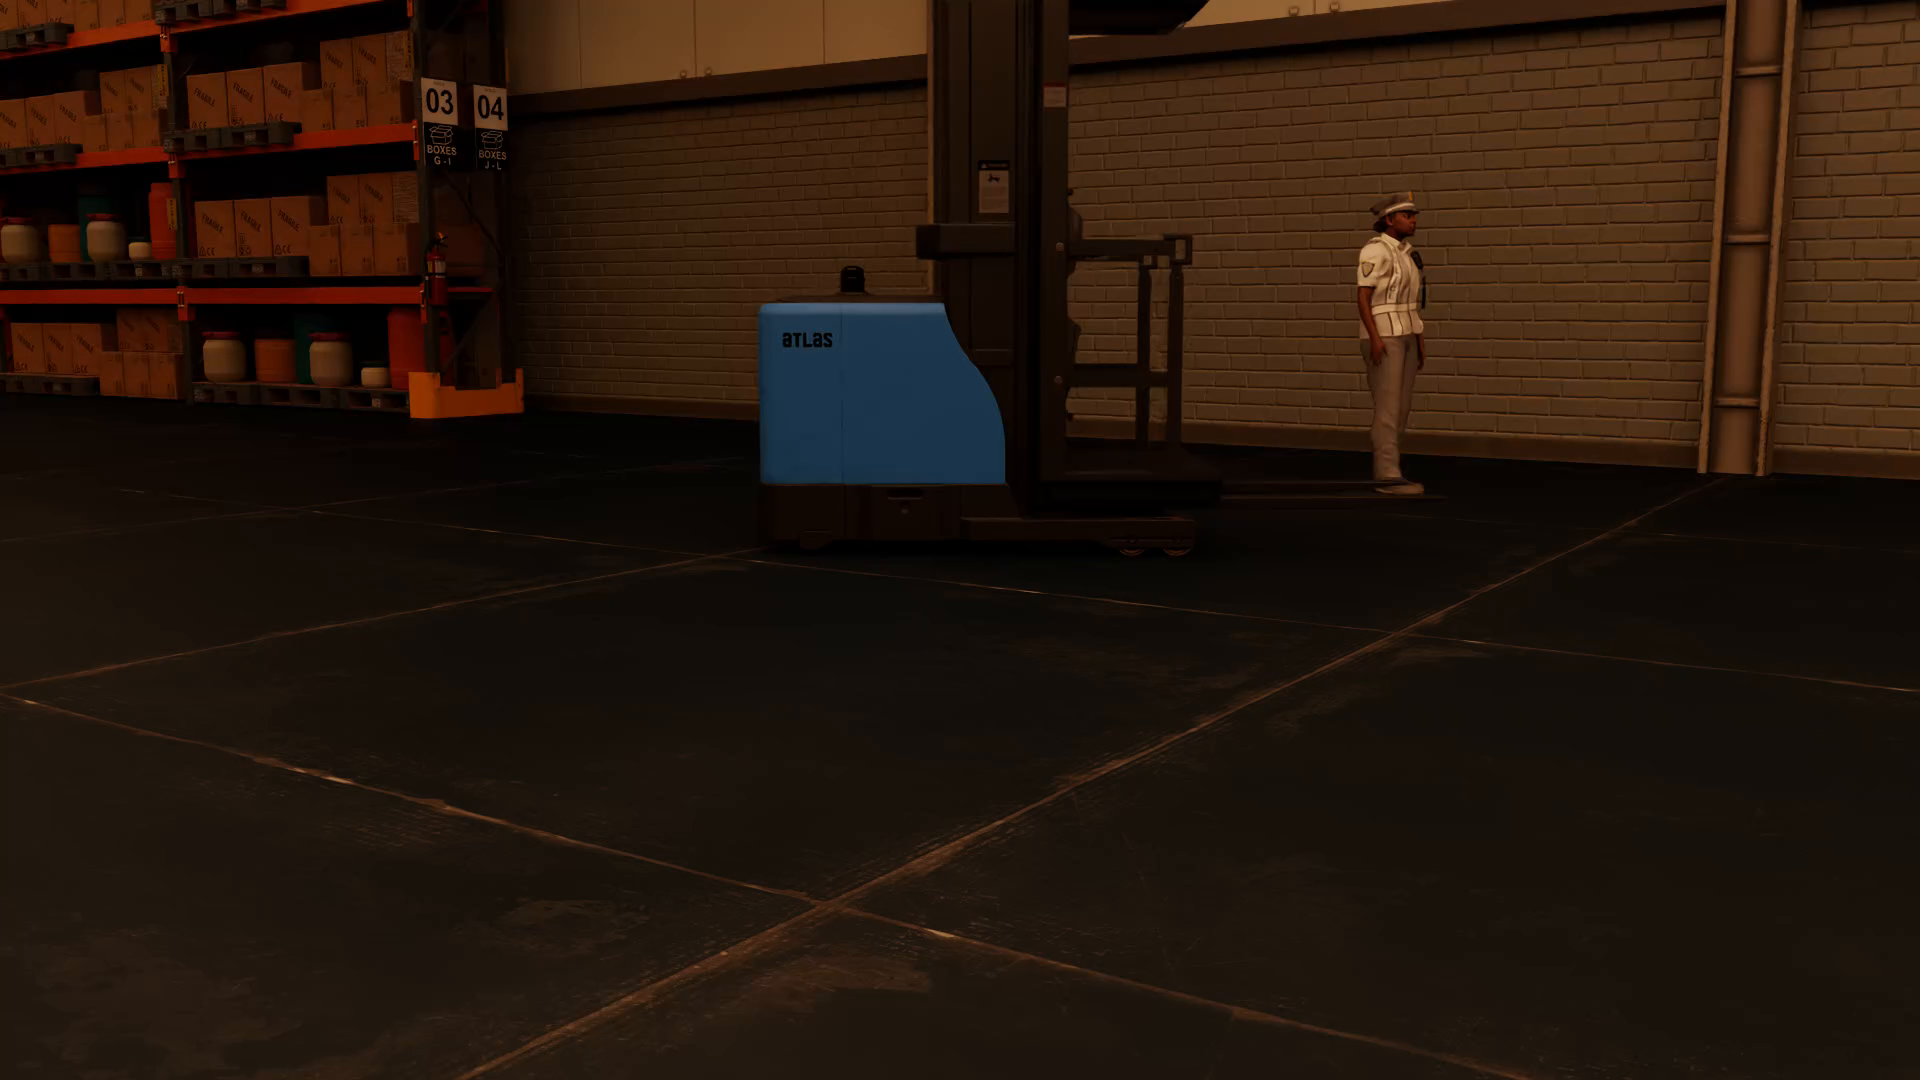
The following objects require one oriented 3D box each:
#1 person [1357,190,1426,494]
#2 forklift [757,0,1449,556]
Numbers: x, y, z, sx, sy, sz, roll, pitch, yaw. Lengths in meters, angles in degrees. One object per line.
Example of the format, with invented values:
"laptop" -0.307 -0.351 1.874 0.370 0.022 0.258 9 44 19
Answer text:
"person" 2.496 -1.107 9.353 0.525 1.697 0.564 7 11 41
"forklift" 0.632 -1.456 7.433 3.031 2.935 1.130 0 8 -1
